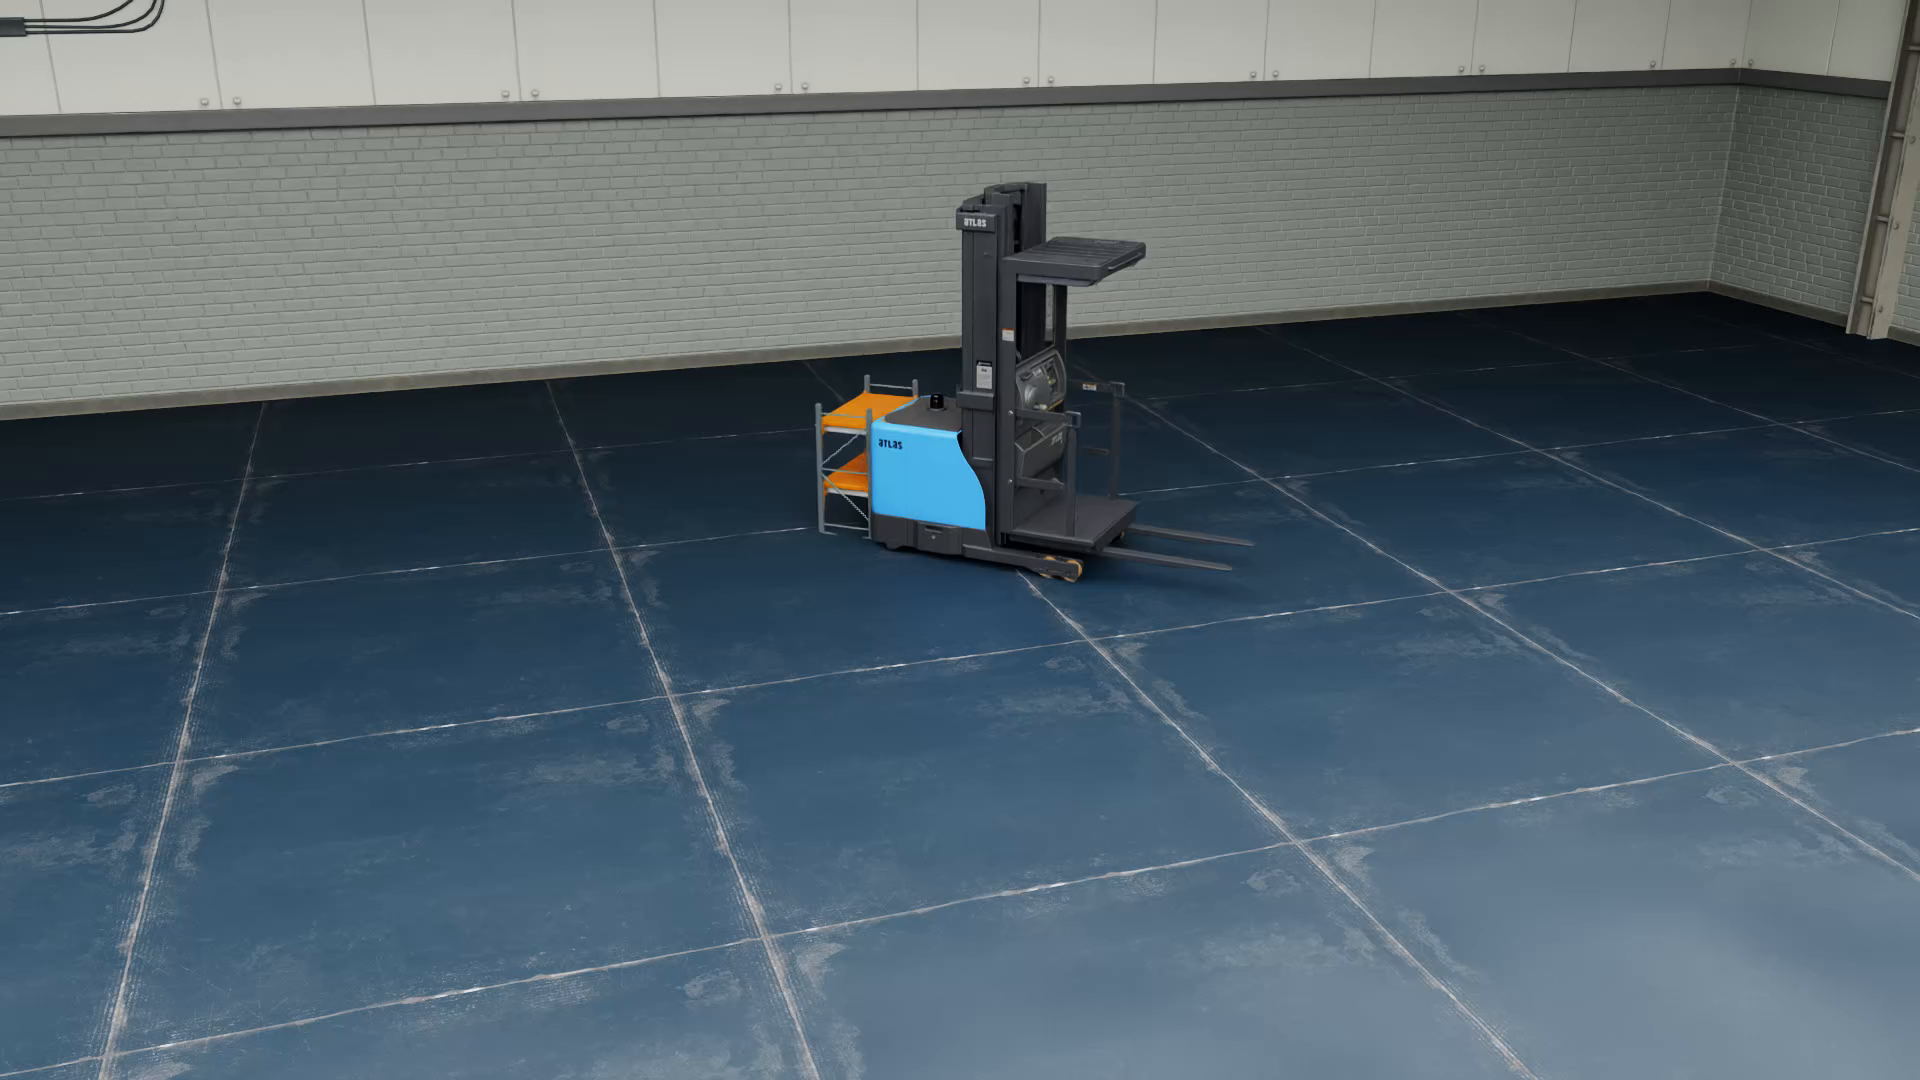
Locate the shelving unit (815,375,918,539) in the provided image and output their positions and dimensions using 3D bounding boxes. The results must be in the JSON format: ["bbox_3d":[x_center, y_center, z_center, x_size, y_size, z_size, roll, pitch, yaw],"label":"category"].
[{"bbox_3d":[-0.779,-0.729,14.281,0.538,1.125,1.048,7,21,19],"label":"shelving unit"}]

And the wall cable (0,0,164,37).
[{"bbox_3d":[-9.009,-7.187,15.582,2.305,6.003,0.169,-6,21,-17],"label":"wall cable"}]

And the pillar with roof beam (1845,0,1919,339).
[{"bbox_3d":[7.461,-6.386,18.384,9.100,9.000,0.400,-6,21,-17],"label":"pillar with roof beam"}]

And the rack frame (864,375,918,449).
[{"bbox_3d":[-0.602,-0.890,14.730,0.500,1.125,0.032,7,21,19],"label":"rack frame"}]

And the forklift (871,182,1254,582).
[{"bbox_3d":[0.824,-1.259,13.086,3.031,2.935,1.130,9,22,23],"label":"forklift"}]

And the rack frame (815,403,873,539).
[{"bbox_3d":[-0.955,-0.567,13.832,0.500,1.125,0.032,7,21,19],"label":"rack frame"}]

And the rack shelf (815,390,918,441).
[{"bbox_3d":[-0.779,-1.004,14.182,0.538,0.278,1.000,7,21,19],"label":"rack shelf"}]

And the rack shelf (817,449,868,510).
[{"bbox_3d":[-0.779,-0.499,14.364,0.538,0.278,1.000,7,21,19],"label":"rack shelf"}]
